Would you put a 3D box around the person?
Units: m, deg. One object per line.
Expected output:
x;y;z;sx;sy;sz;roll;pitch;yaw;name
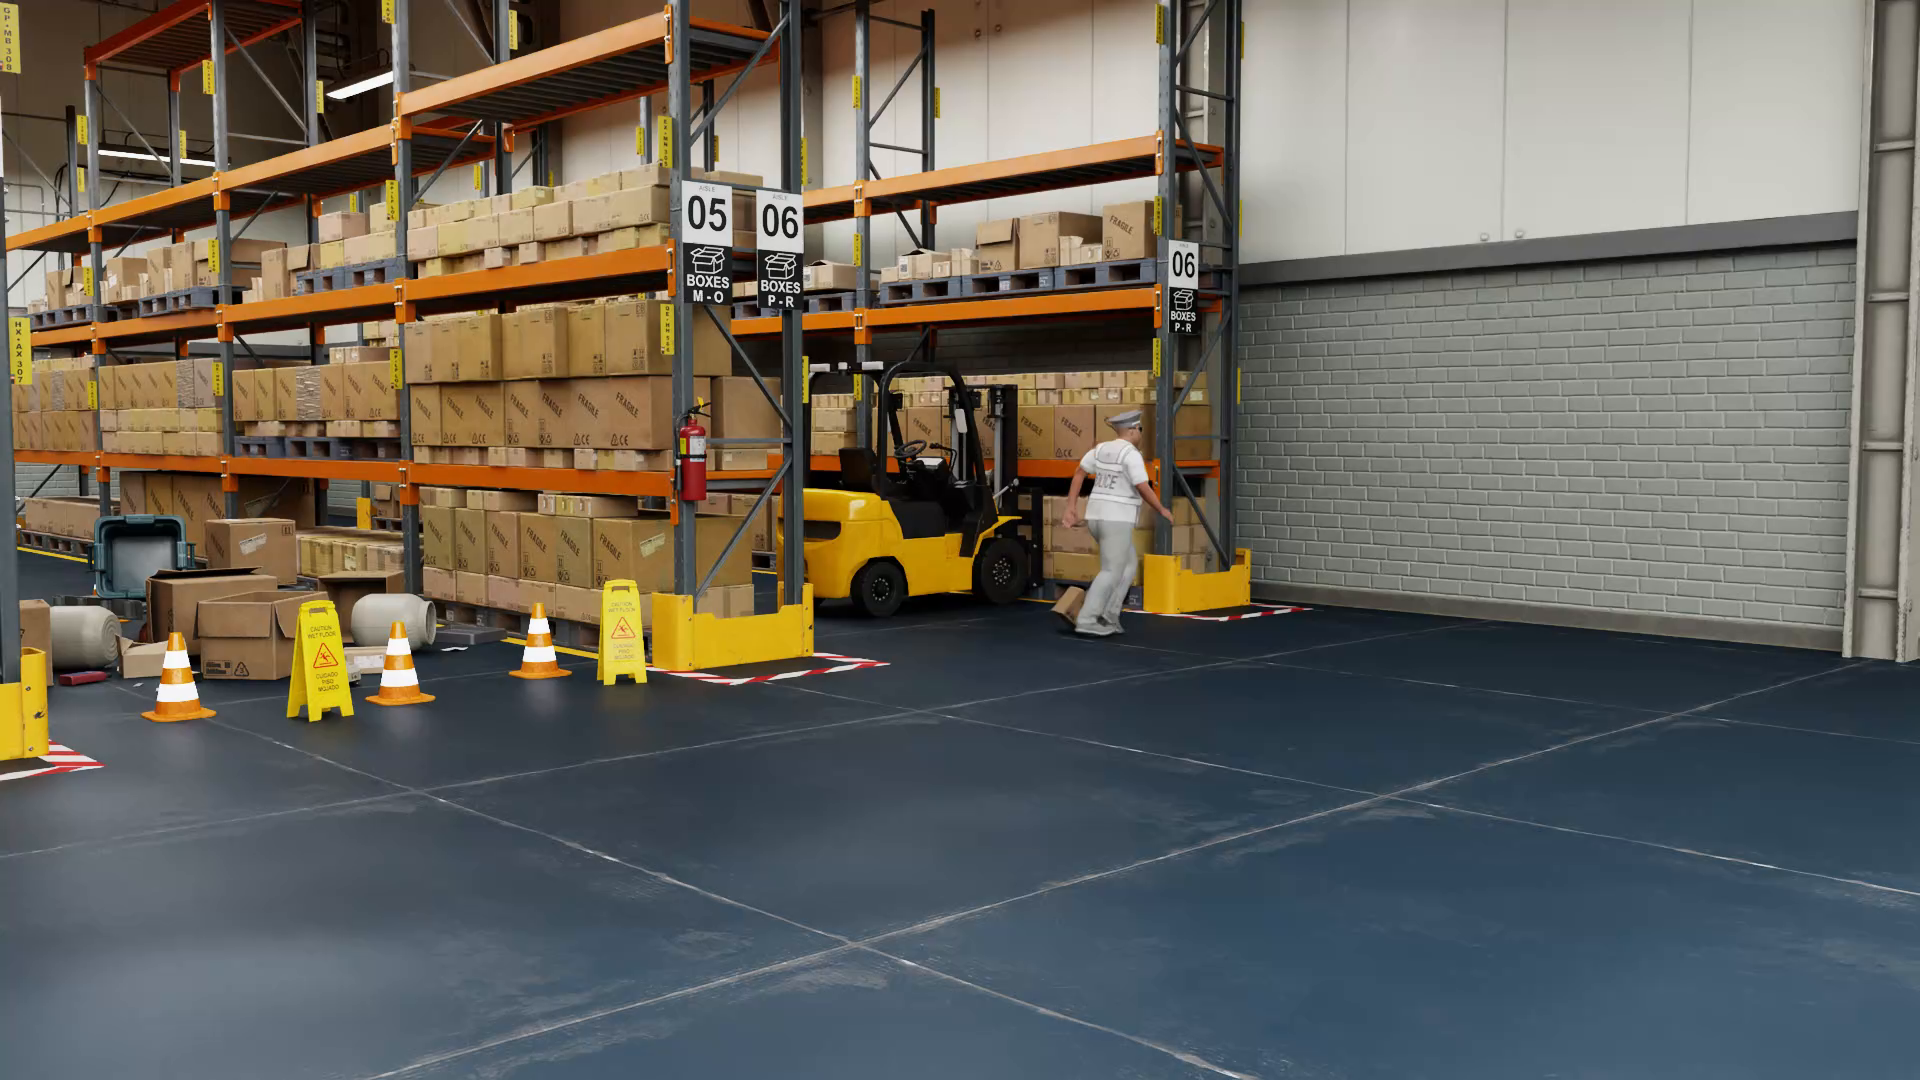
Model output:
1.213;-0.104;12.822;0.792;1.799;0.702;-2;4;-24;person
